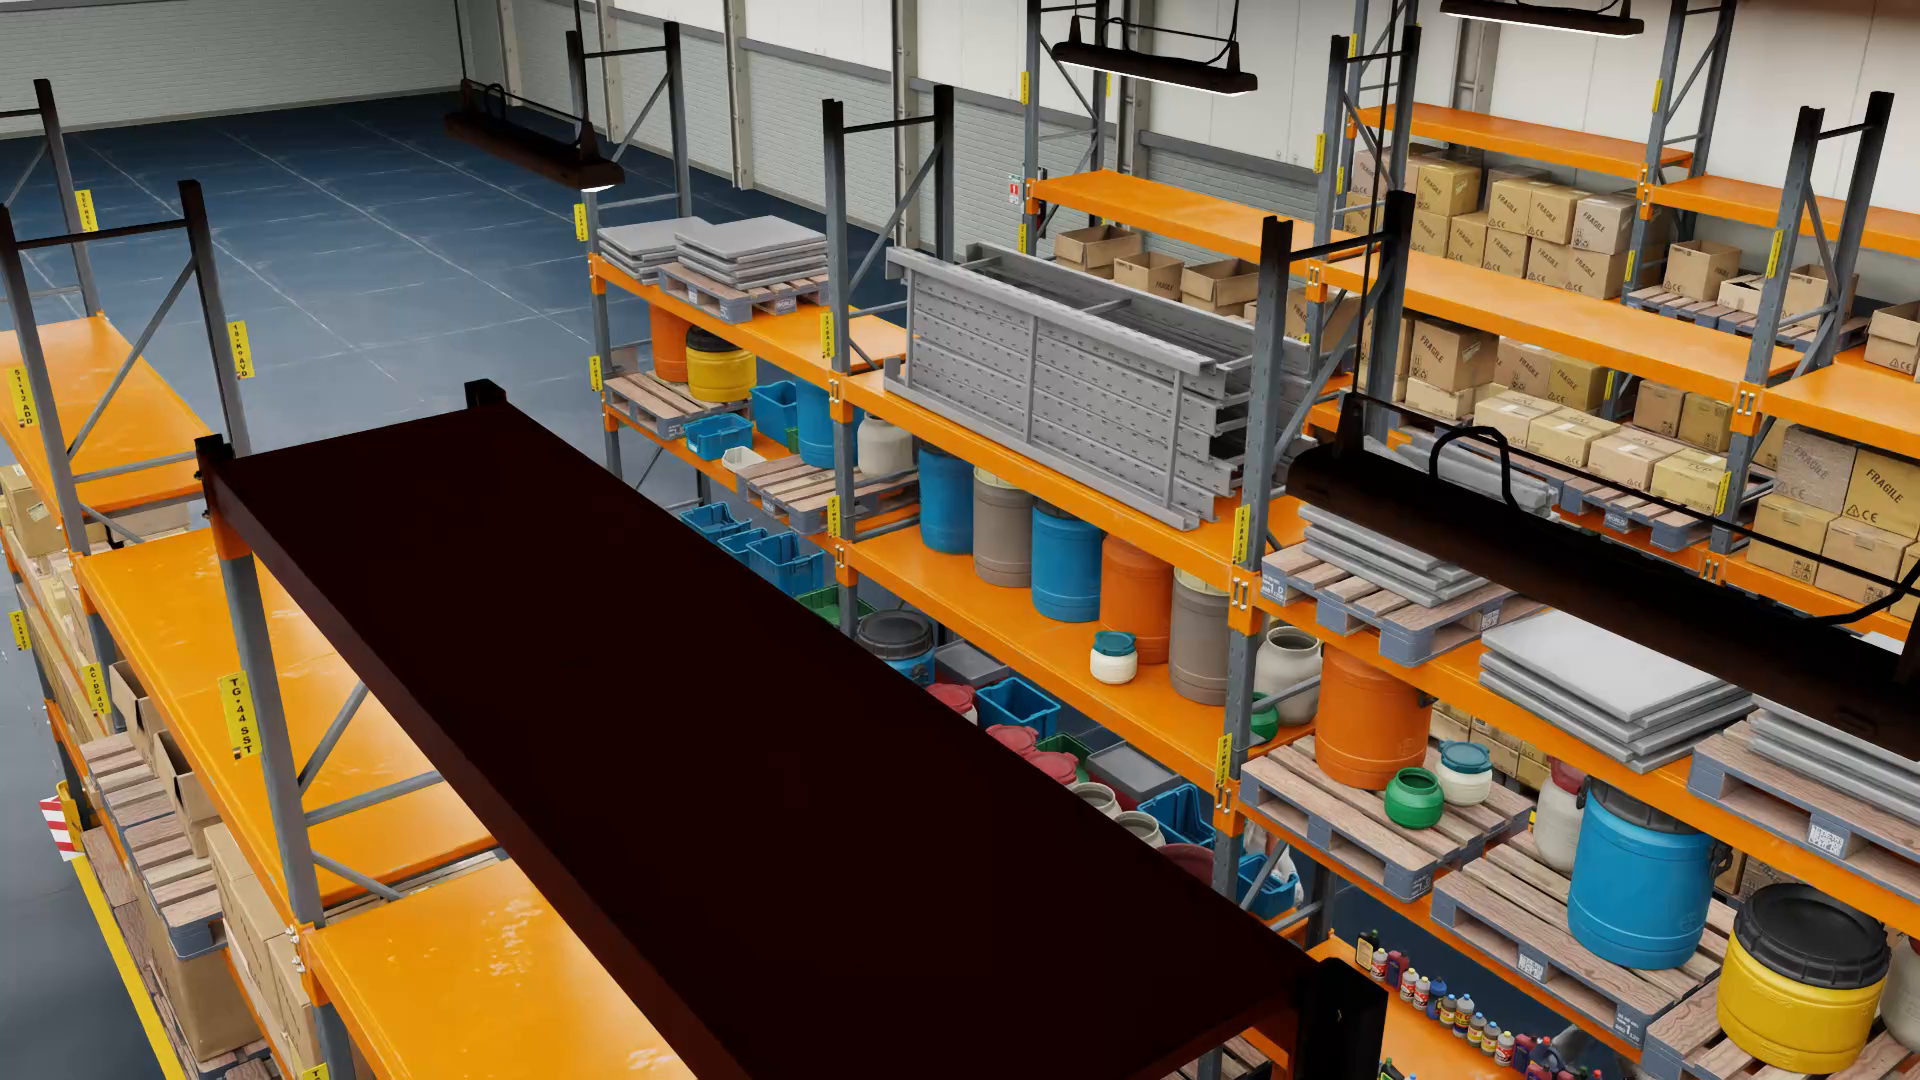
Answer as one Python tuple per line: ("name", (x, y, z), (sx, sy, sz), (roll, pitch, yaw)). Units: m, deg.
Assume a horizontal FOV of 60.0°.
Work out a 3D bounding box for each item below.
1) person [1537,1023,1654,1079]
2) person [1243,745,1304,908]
("person", (4.210, 2.929, 10.684), (0.488, 1.610, 1.058), (-19, 31, -36))
("person", (2.171, 2.180, 11.739), (0.538, 1.760, 0.604), (0, 25, -1))
